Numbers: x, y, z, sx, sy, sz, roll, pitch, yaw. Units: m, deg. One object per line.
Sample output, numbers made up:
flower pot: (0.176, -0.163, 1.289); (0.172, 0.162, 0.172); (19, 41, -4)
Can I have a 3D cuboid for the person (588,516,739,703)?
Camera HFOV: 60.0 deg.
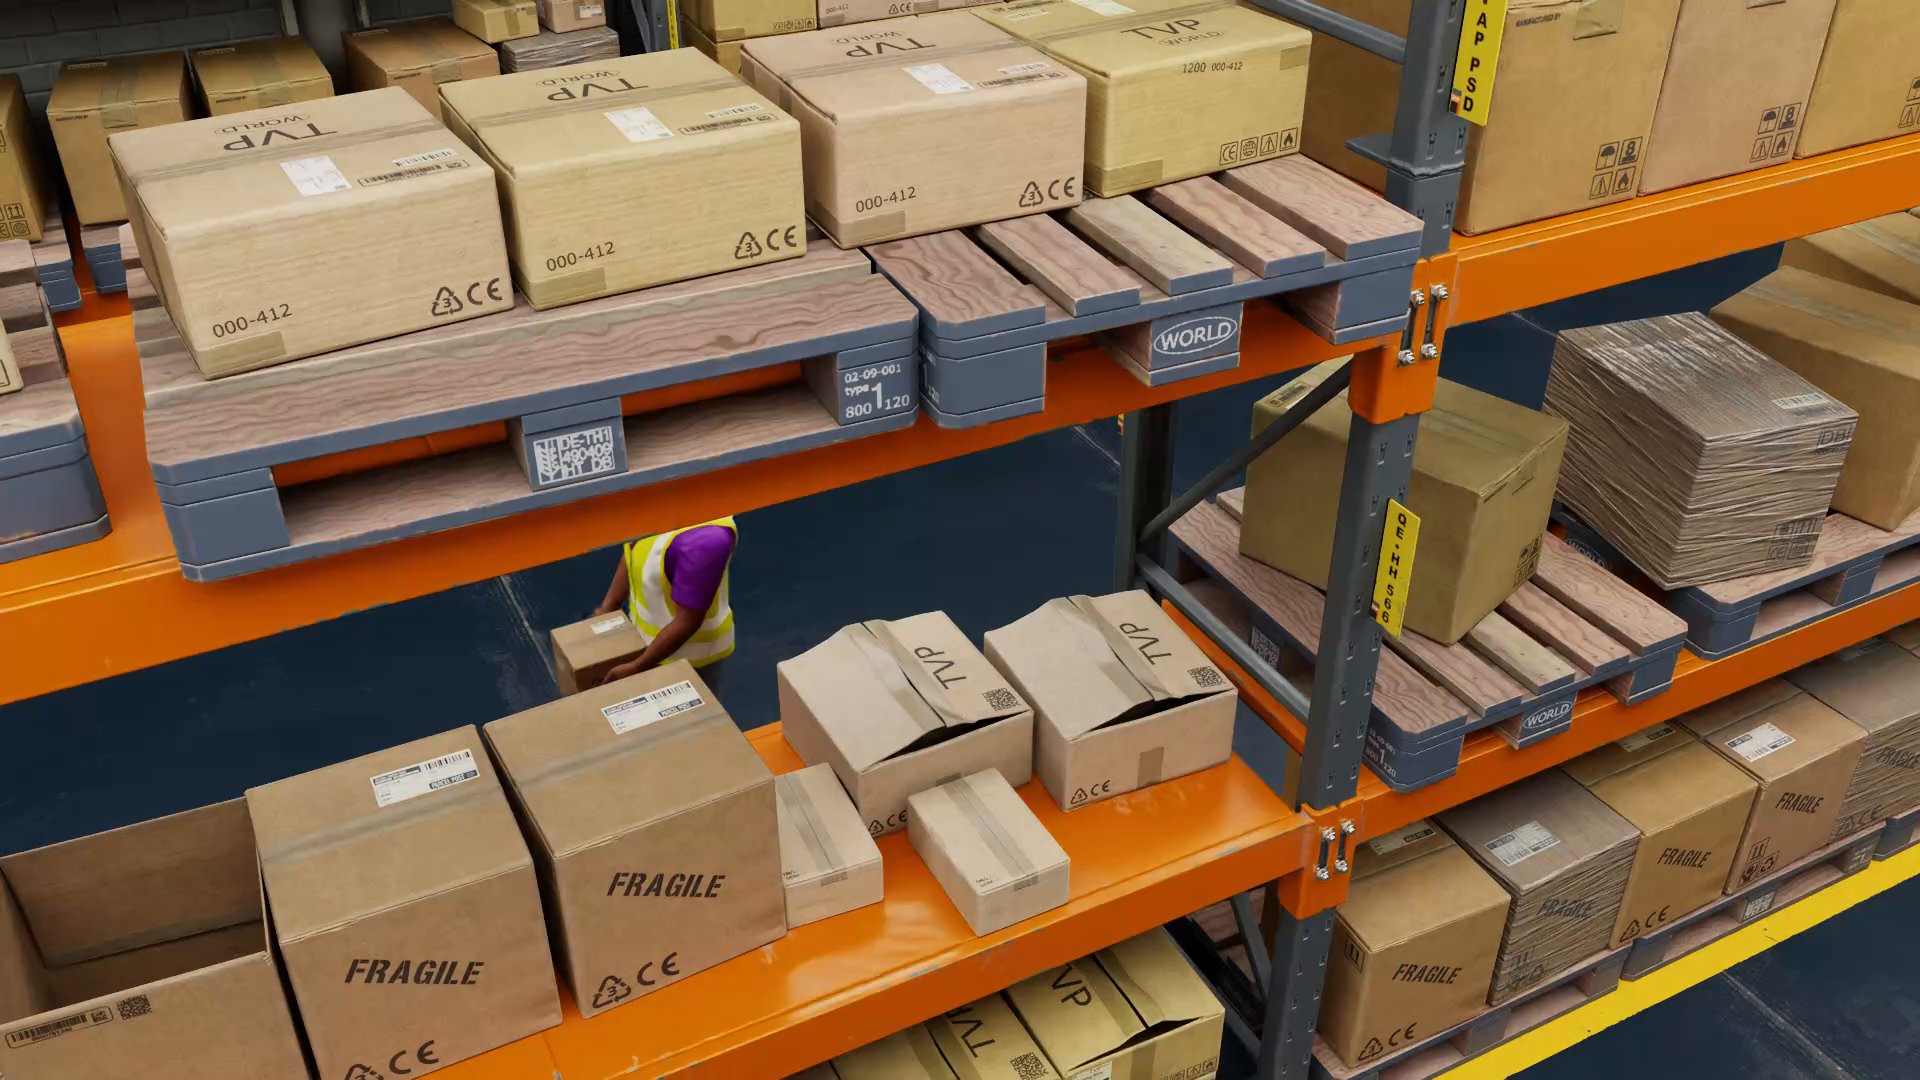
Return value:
person: (-0.995, 0.355, 5.556); (0.528, 1.771, 0.558); (-16, 36, -23)
